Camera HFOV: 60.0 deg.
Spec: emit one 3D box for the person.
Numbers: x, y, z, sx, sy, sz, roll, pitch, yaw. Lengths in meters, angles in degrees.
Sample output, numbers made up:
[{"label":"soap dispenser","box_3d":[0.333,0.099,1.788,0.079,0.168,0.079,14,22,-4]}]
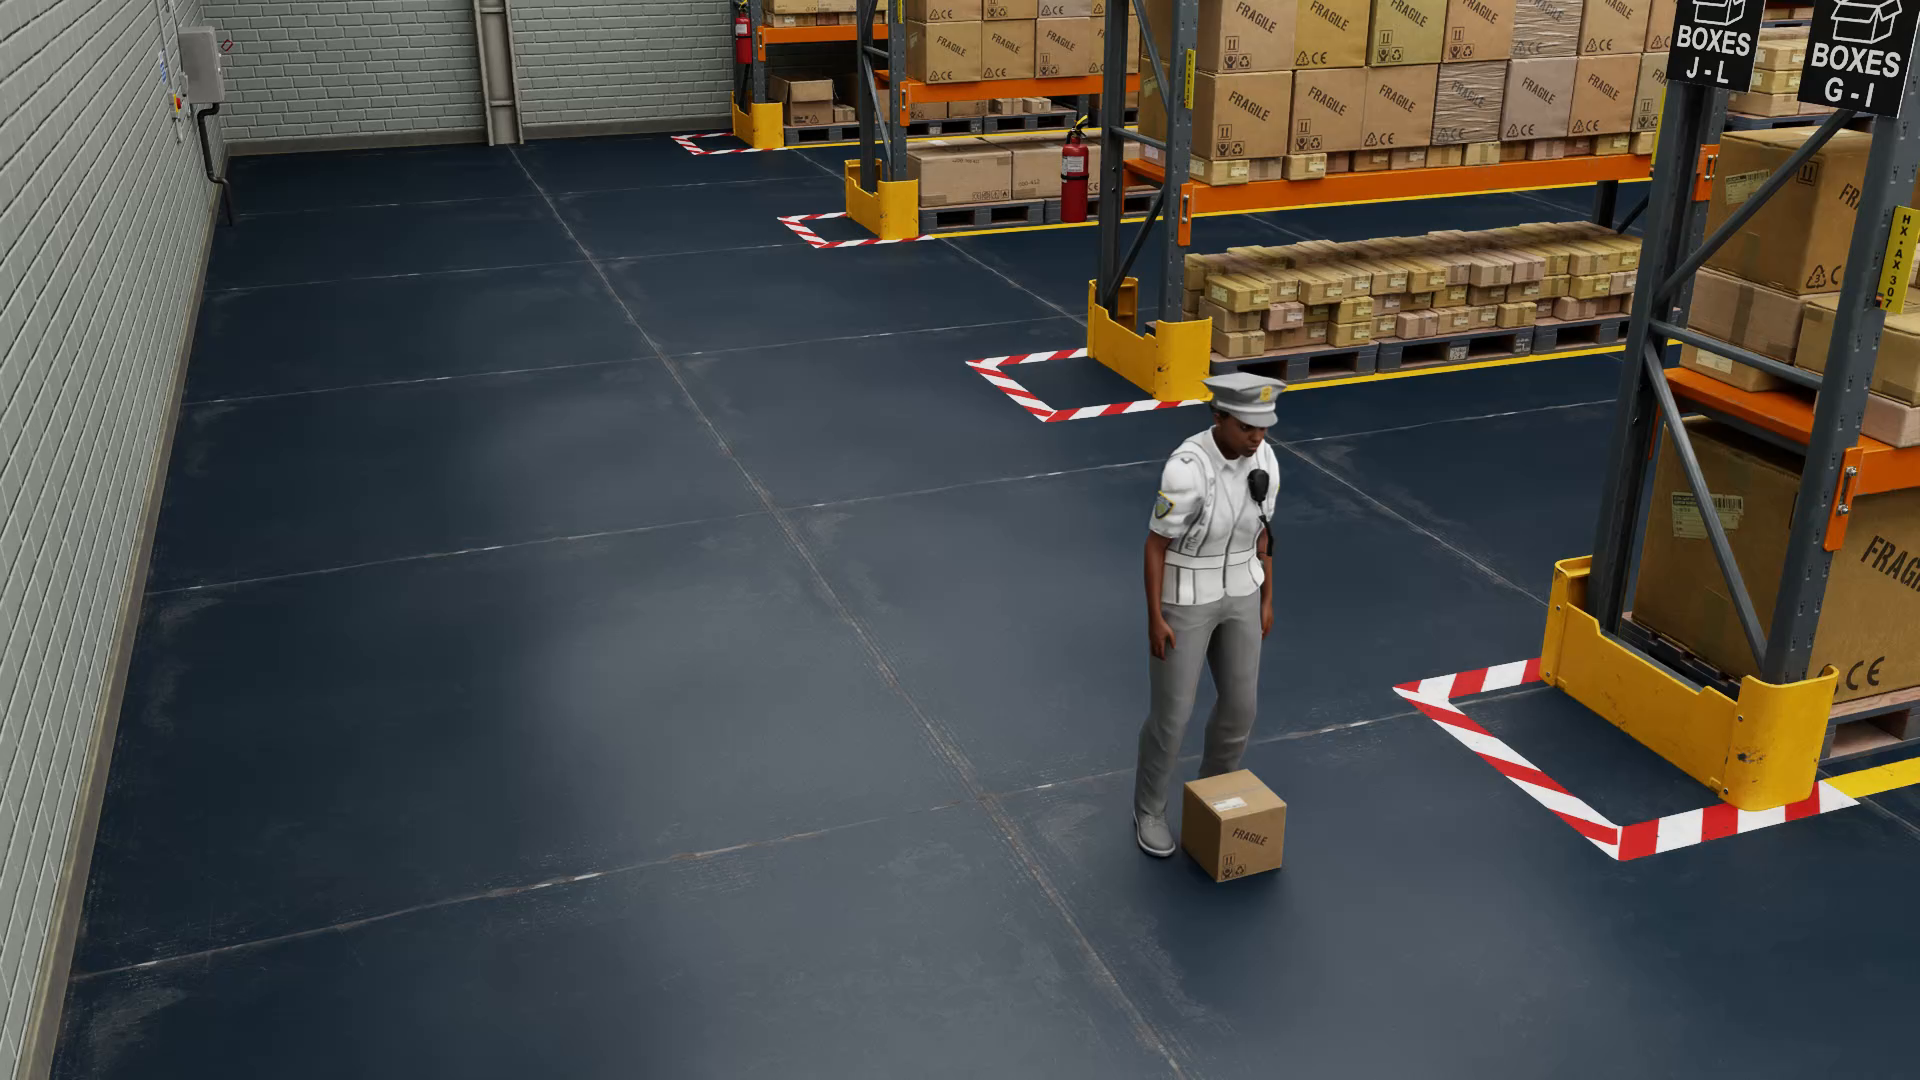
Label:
[{"label":"person","box_3d":[0.827,0.230,5.546,0.521,1.657,0.395,-10,25,-22]}]
